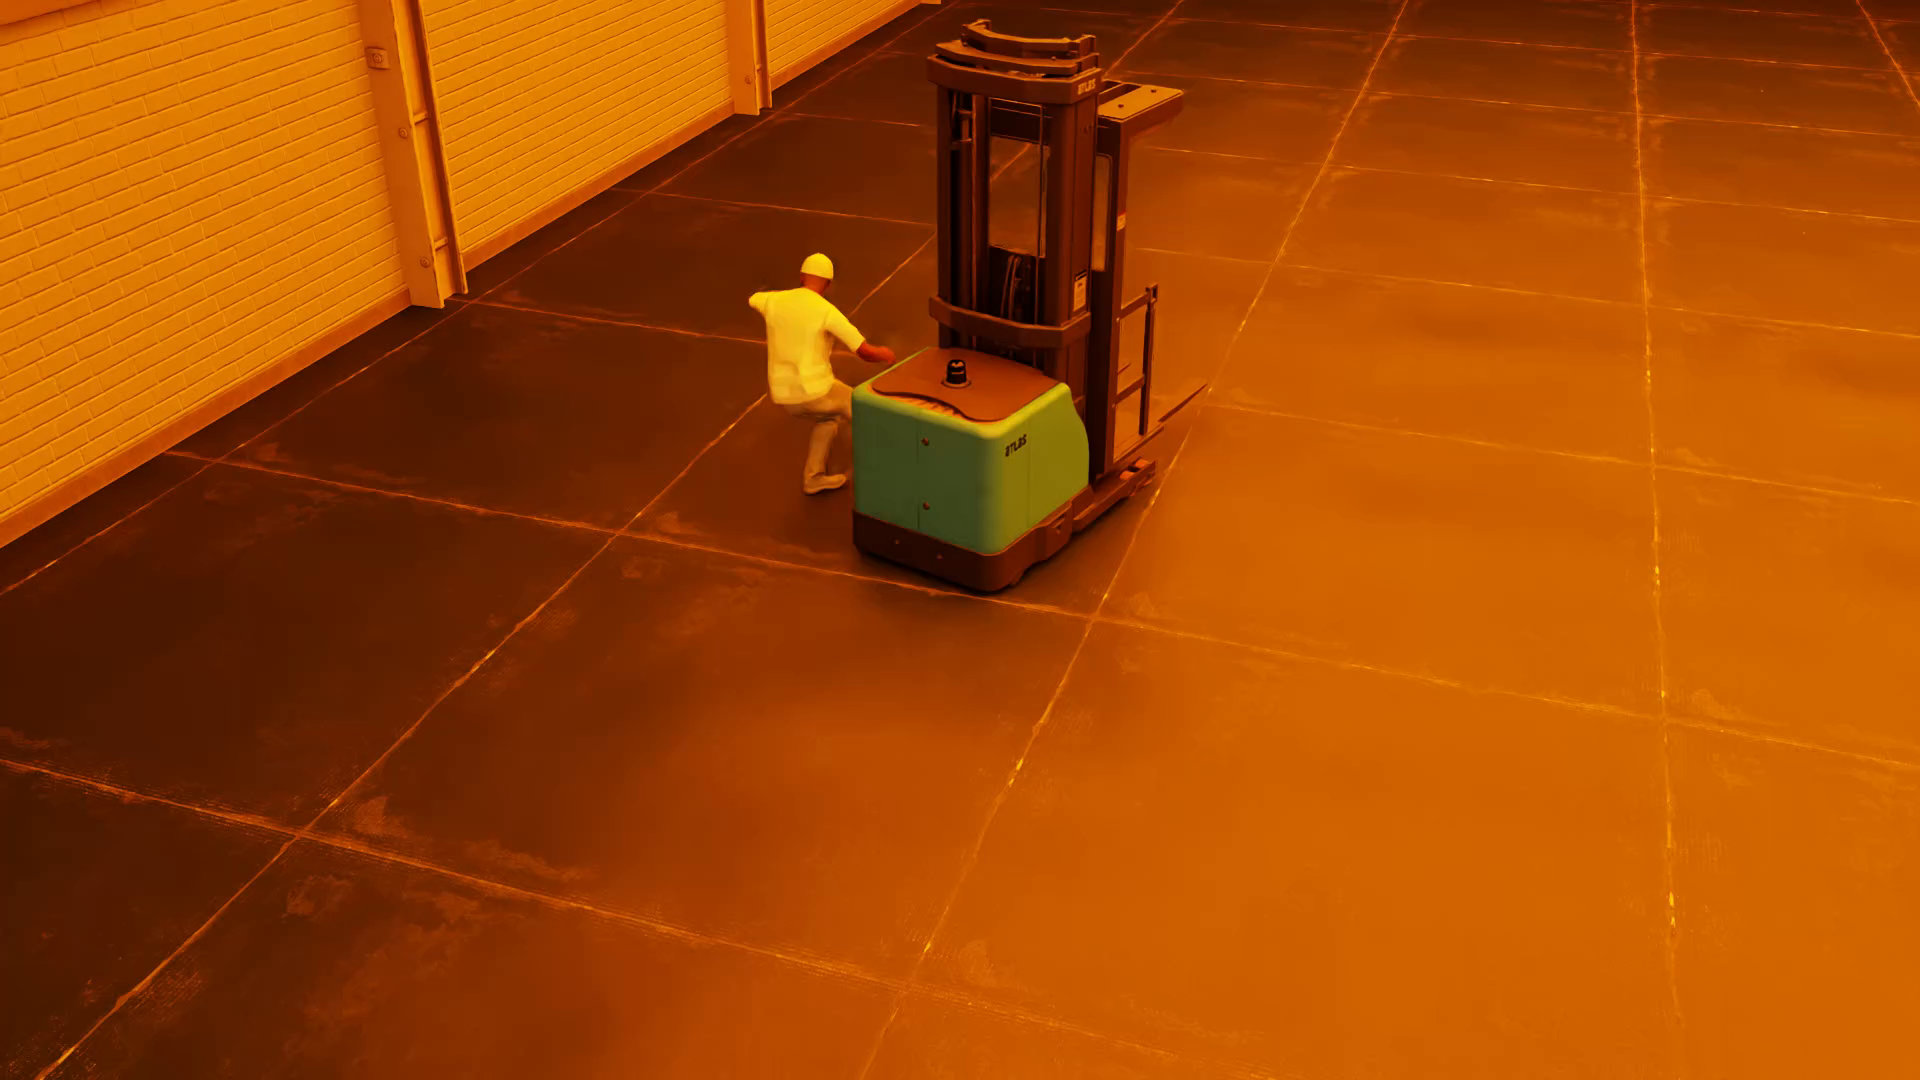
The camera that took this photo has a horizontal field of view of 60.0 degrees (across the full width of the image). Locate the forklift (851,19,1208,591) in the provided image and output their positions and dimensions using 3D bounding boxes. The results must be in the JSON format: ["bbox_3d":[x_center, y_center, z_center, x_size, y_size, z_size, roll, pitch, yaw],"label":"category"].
[{"bbox_3d":[0.605,-1.664,10.056,1.130,2.935,3.031,19,35,29],"label":"forklift"}]

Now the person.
[{"bbox_3d":[-0.772,-1.059,10.447,1.458,1.492,0.861,13,32,22],"label":"person"}]
